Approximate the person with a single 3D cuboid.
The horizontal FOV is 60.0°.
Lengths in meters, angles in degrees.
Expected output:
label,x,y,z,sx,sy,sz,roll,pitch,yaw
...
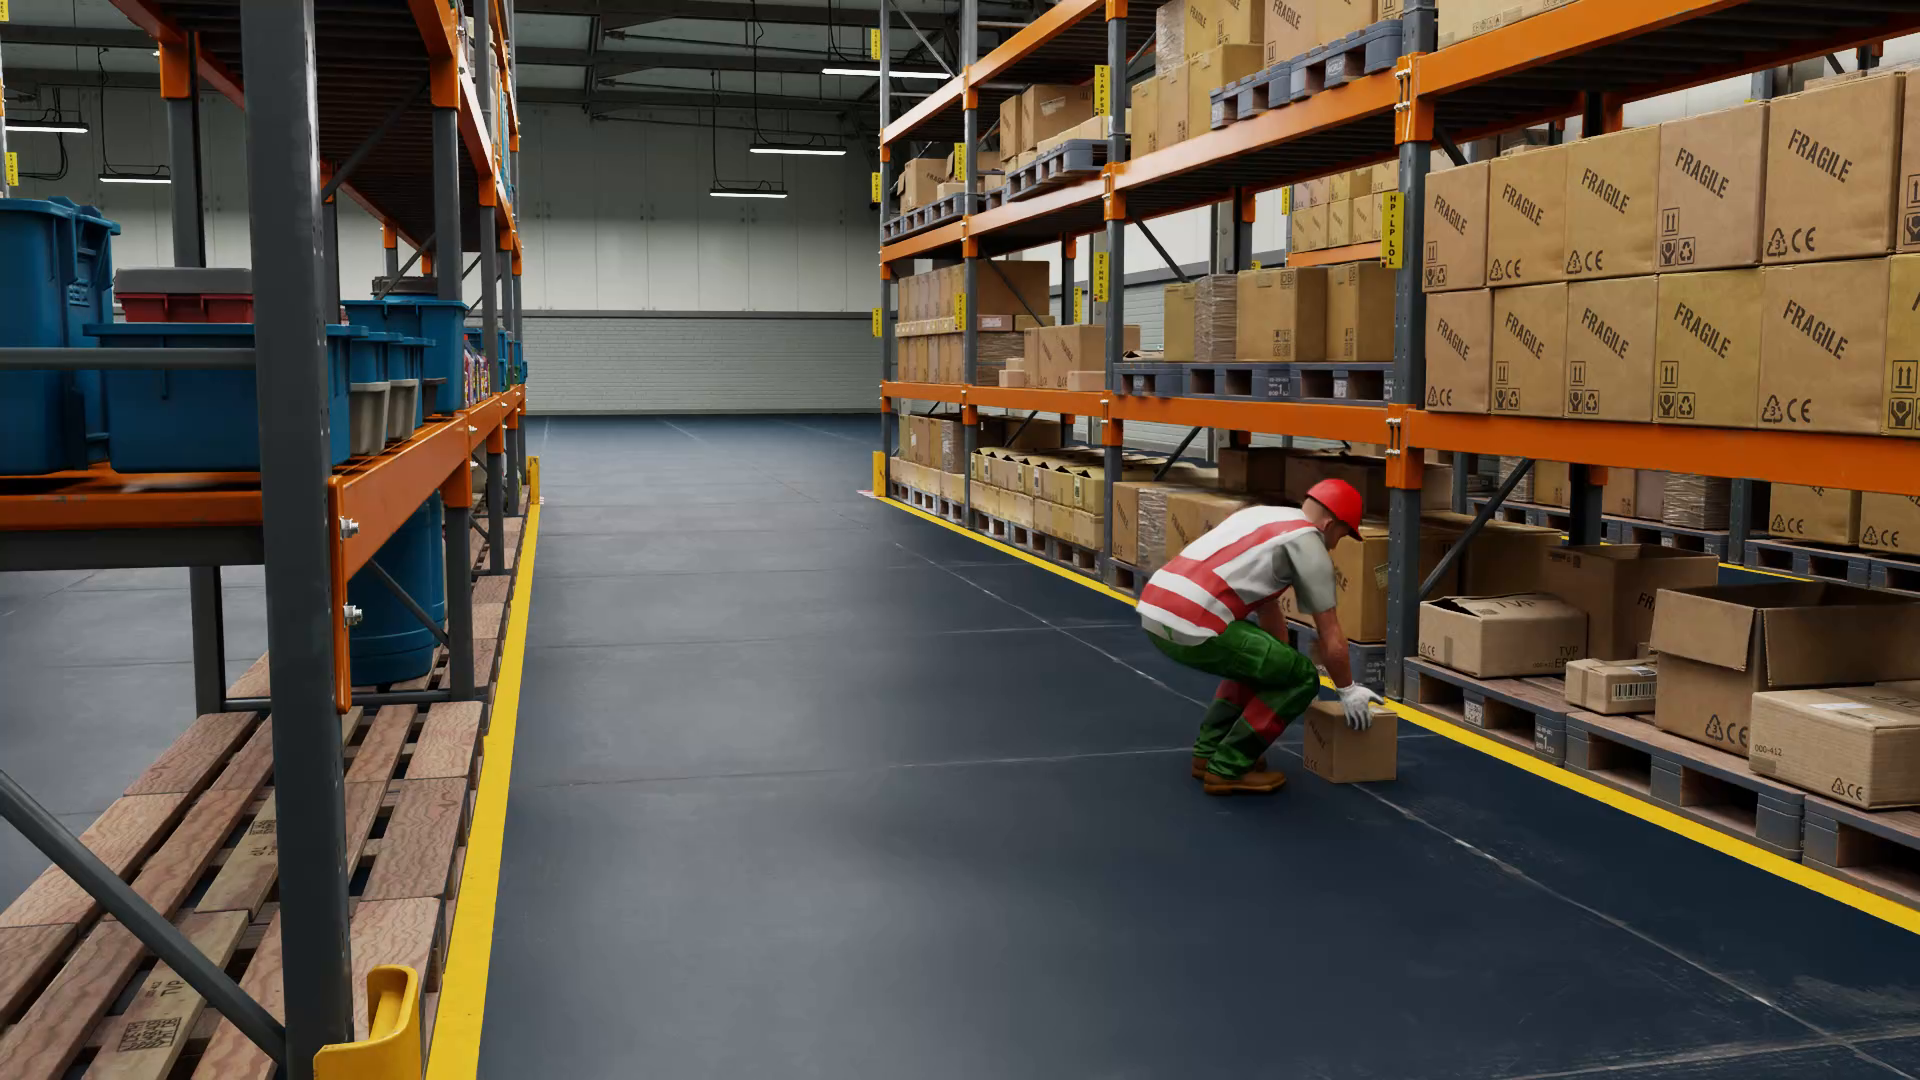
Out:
label,x,y,z,sx,sy,sz,roll,pitch,yaw
person,1.057,0.329,6.003,0.866,1.091,0.581,-1,6,-14
